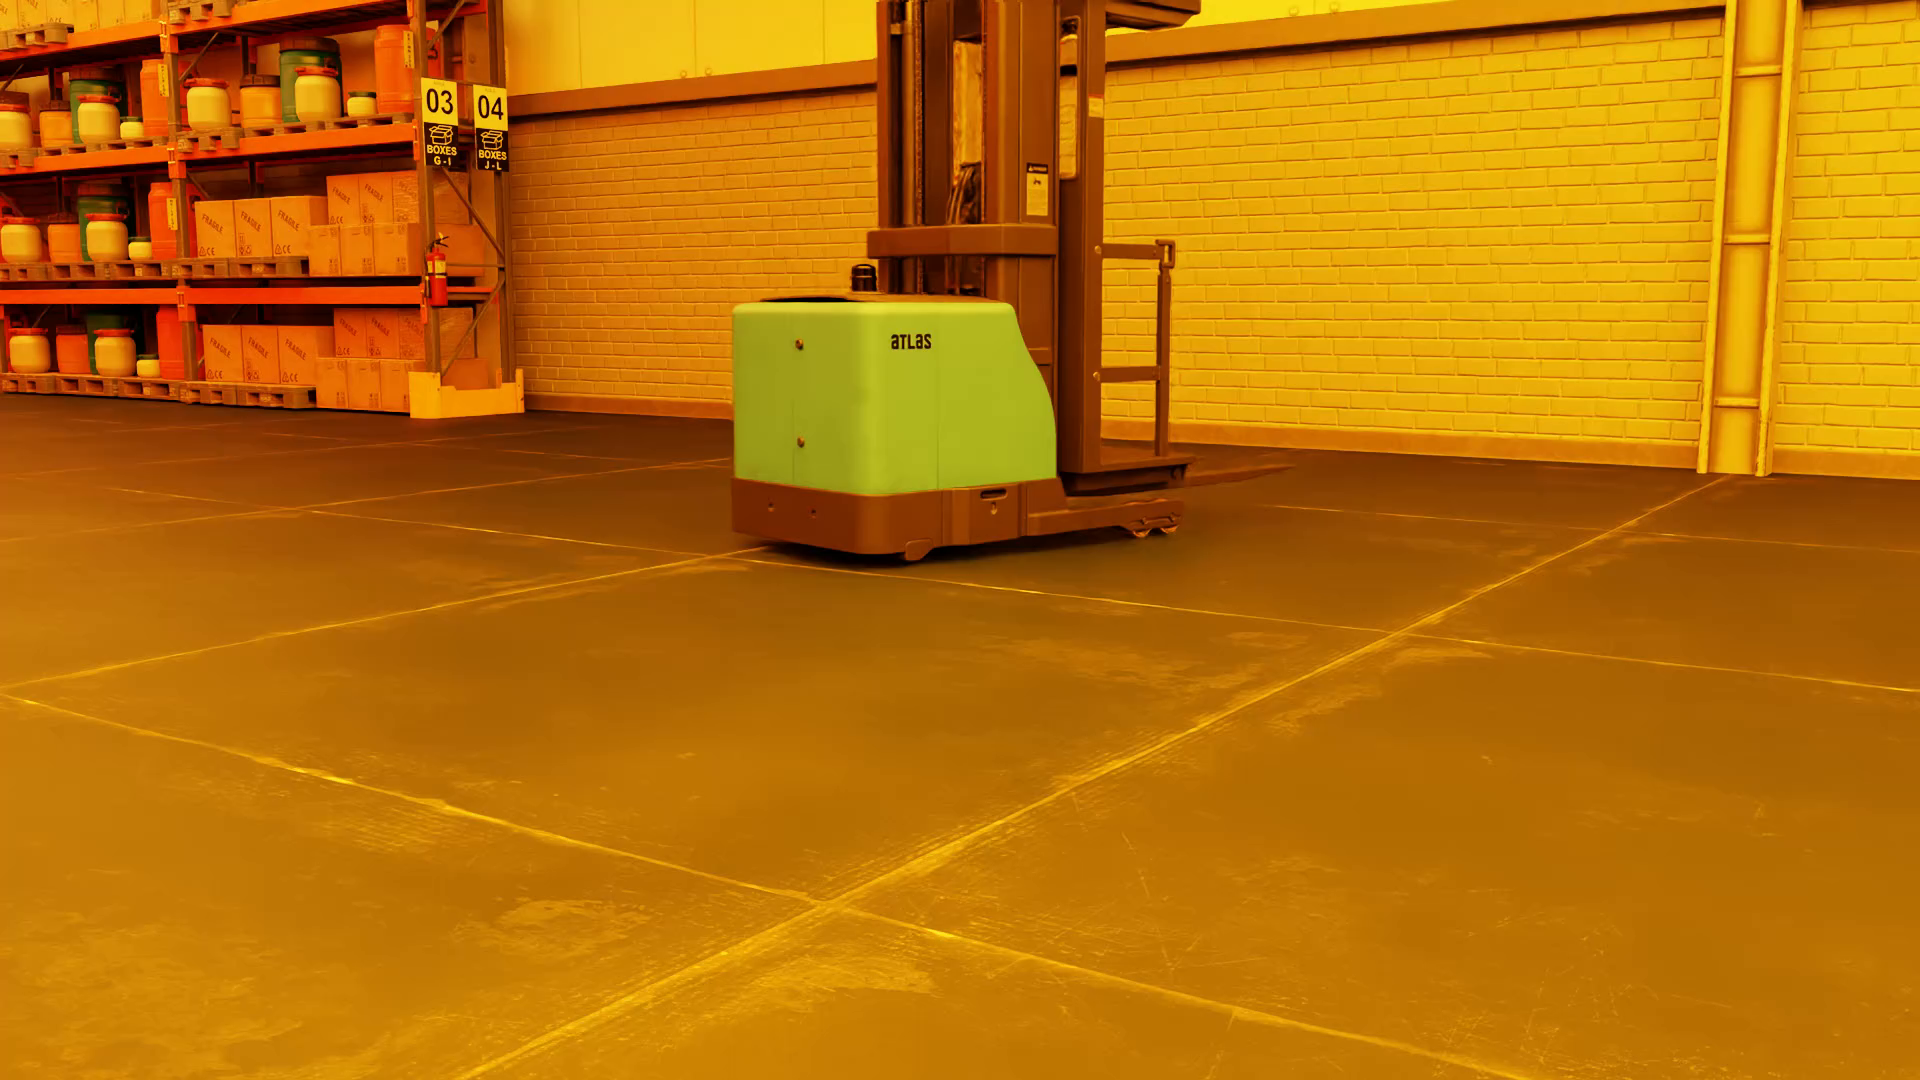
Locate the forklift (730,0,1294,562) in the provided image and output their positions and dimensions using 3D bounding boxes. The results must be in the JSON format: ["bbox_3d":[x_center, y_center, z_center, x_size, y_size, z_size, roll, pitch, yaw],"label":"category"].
[{"bbox_3d":[0.416,-1.512,7.826,3.031,2.935,1.130,-7,11,-42],"label":"forklift"}]
